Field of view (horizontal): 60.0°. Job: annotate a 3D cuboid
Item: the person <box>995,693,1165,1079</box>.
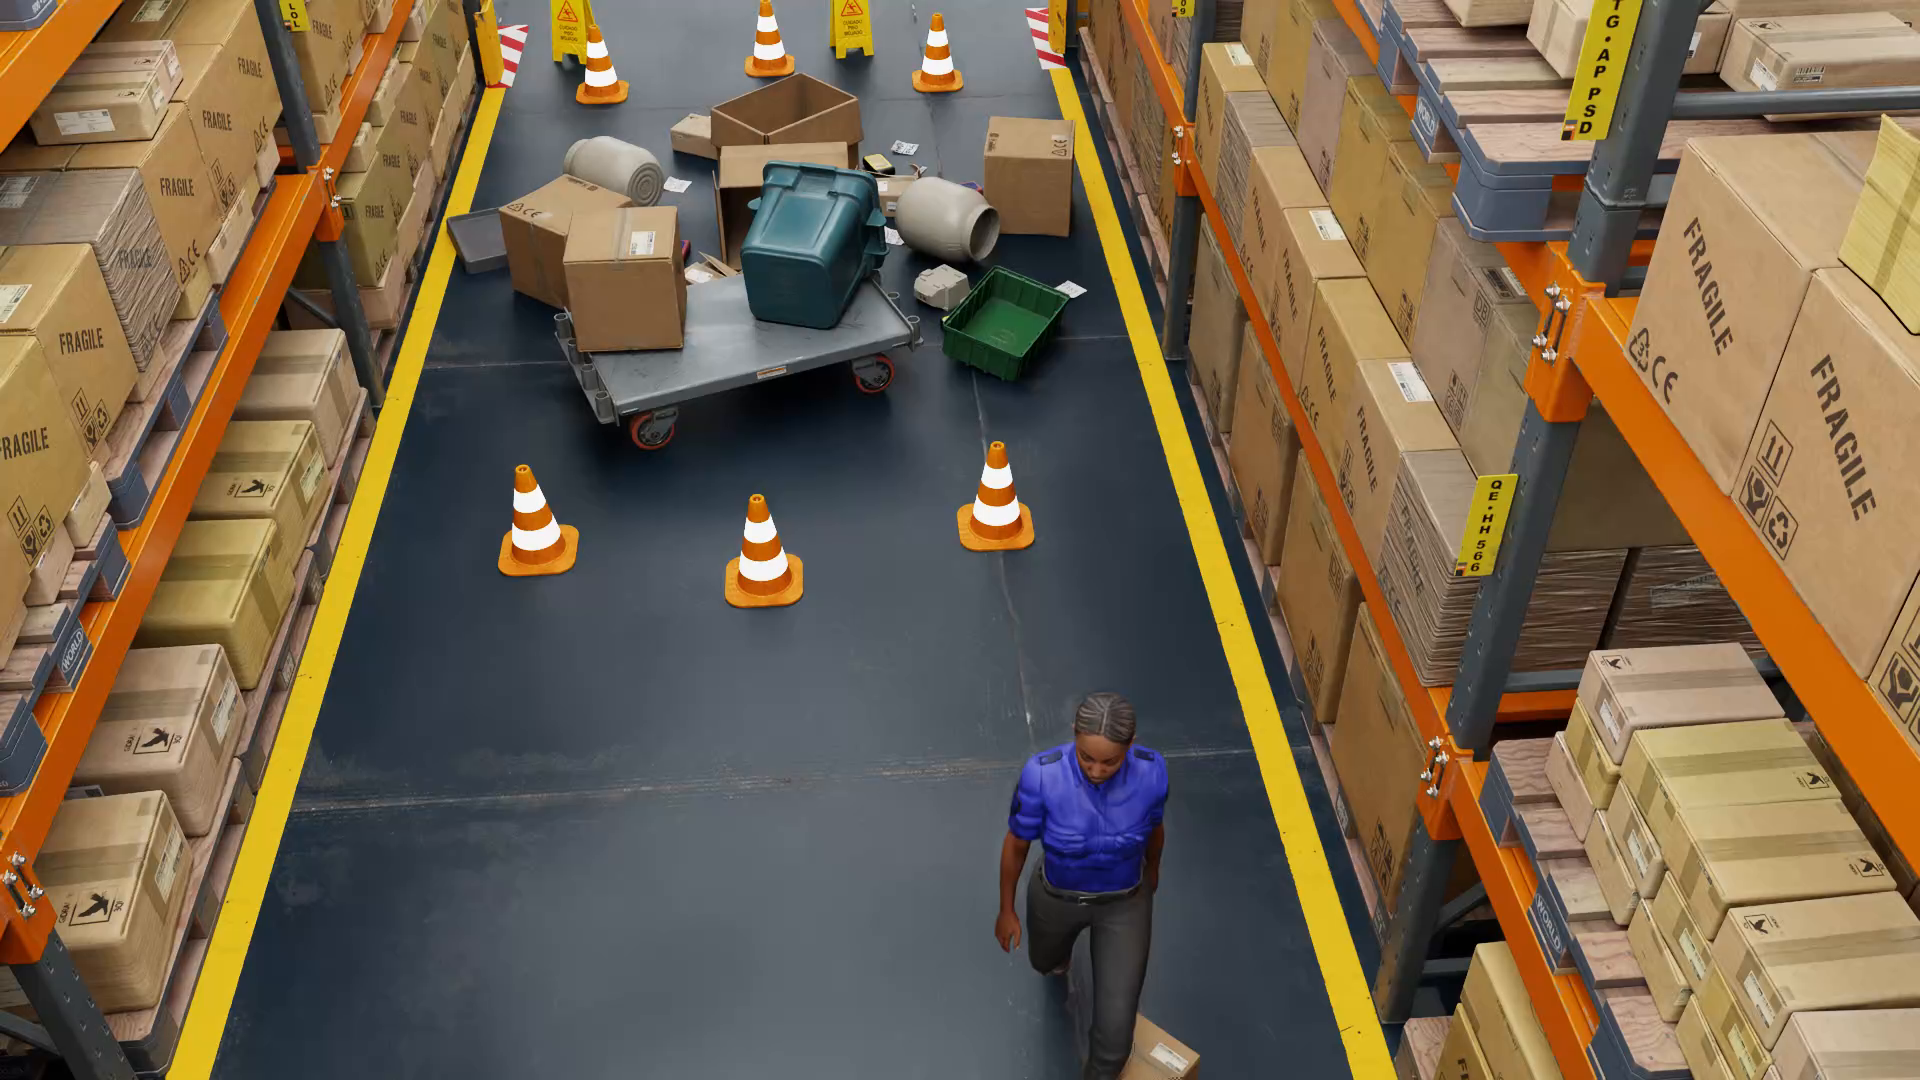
[{"bbox_3d":[0.352,1.011,4.919,0.497,1.611,0.947,1,39,1],"label":"person"}]
